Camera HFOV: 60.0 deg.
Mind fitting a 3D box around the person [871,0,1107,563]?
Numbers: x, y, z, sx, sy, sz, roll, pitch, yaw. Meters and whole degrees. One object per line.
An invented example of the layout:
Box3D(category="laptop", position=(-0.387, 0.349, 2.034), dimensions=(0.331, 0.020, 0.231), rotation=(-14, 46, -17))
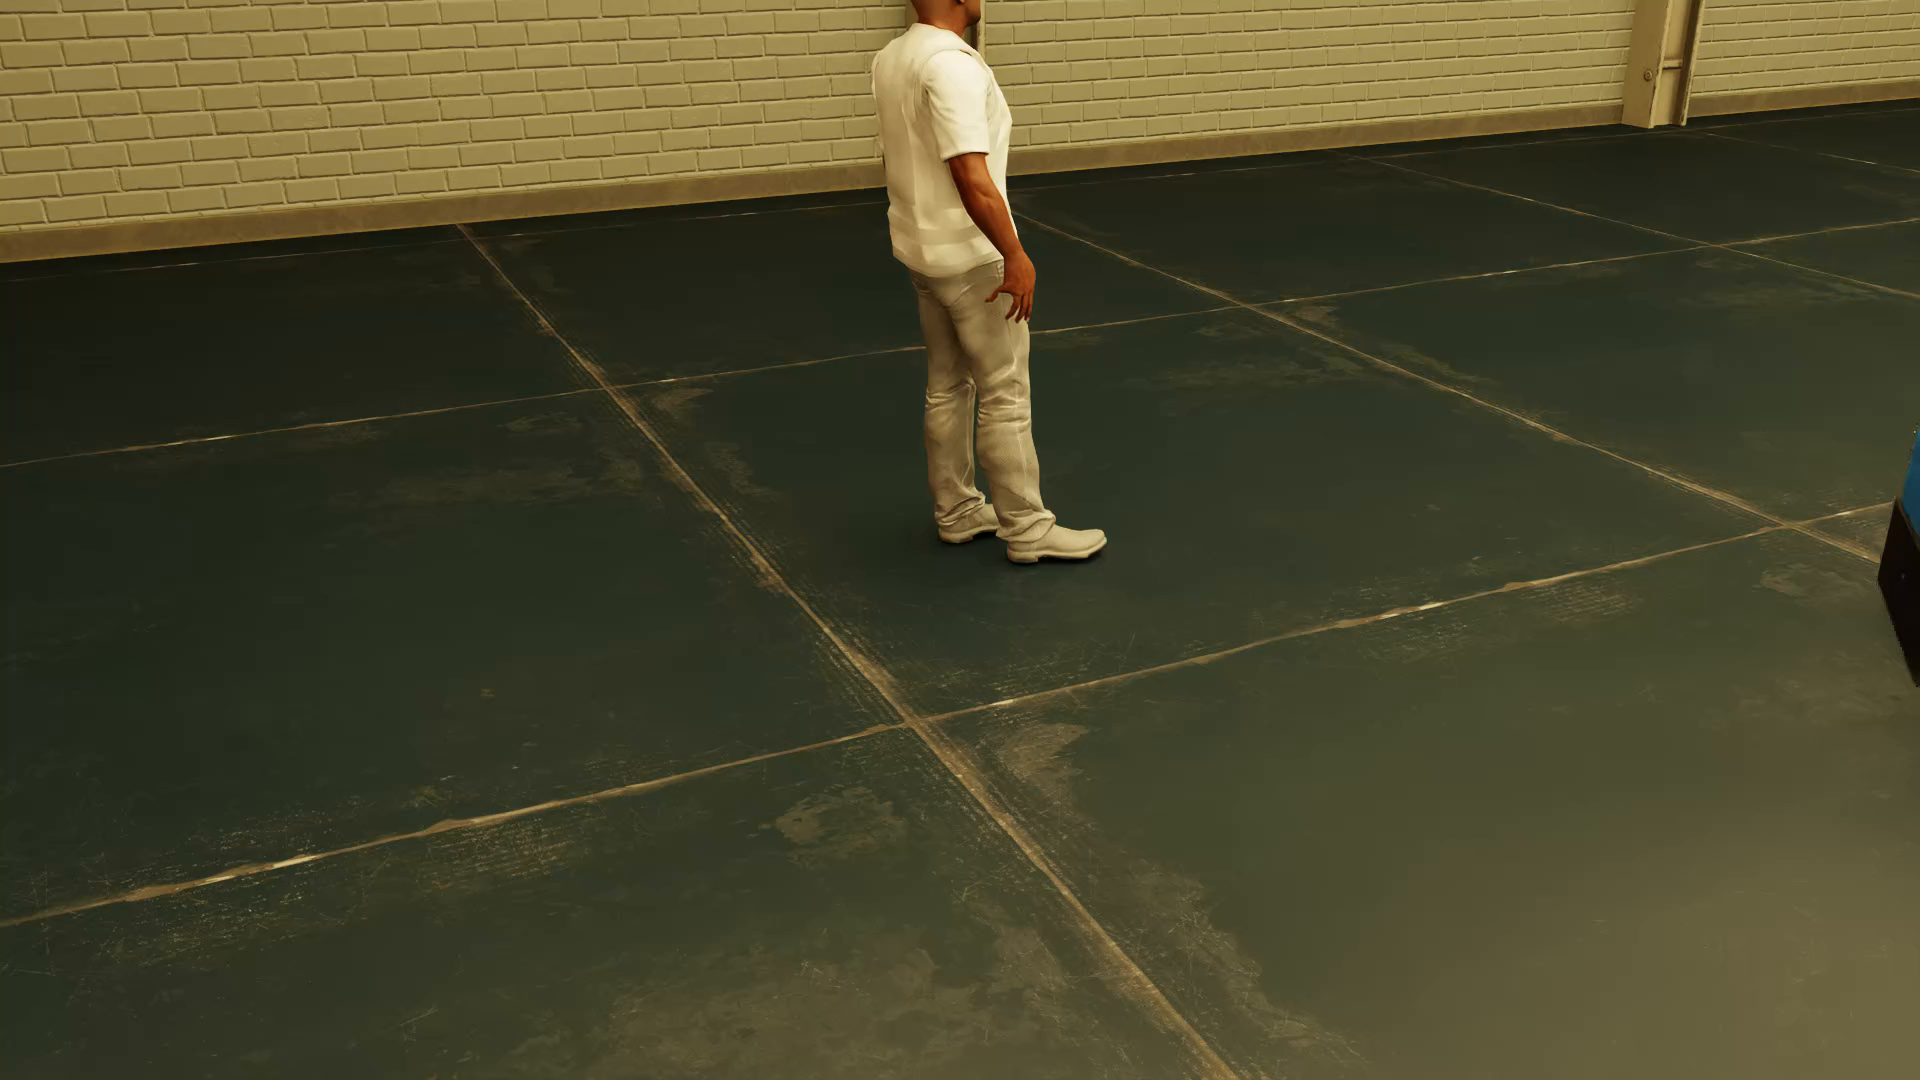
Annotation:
Box3D(category="person", position=(0.066, -0.832, 4.788), dimensions=(0.575, 1.768, 0.665), rotation=(-10, 25, -23))

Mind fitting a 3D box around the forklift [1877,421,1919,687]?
Box3D(category="forklift", position=(3.853, -0.828, 3.279), dimensions=(3.031, 2.935, 1.130), rotation=(8, 24, 18))
